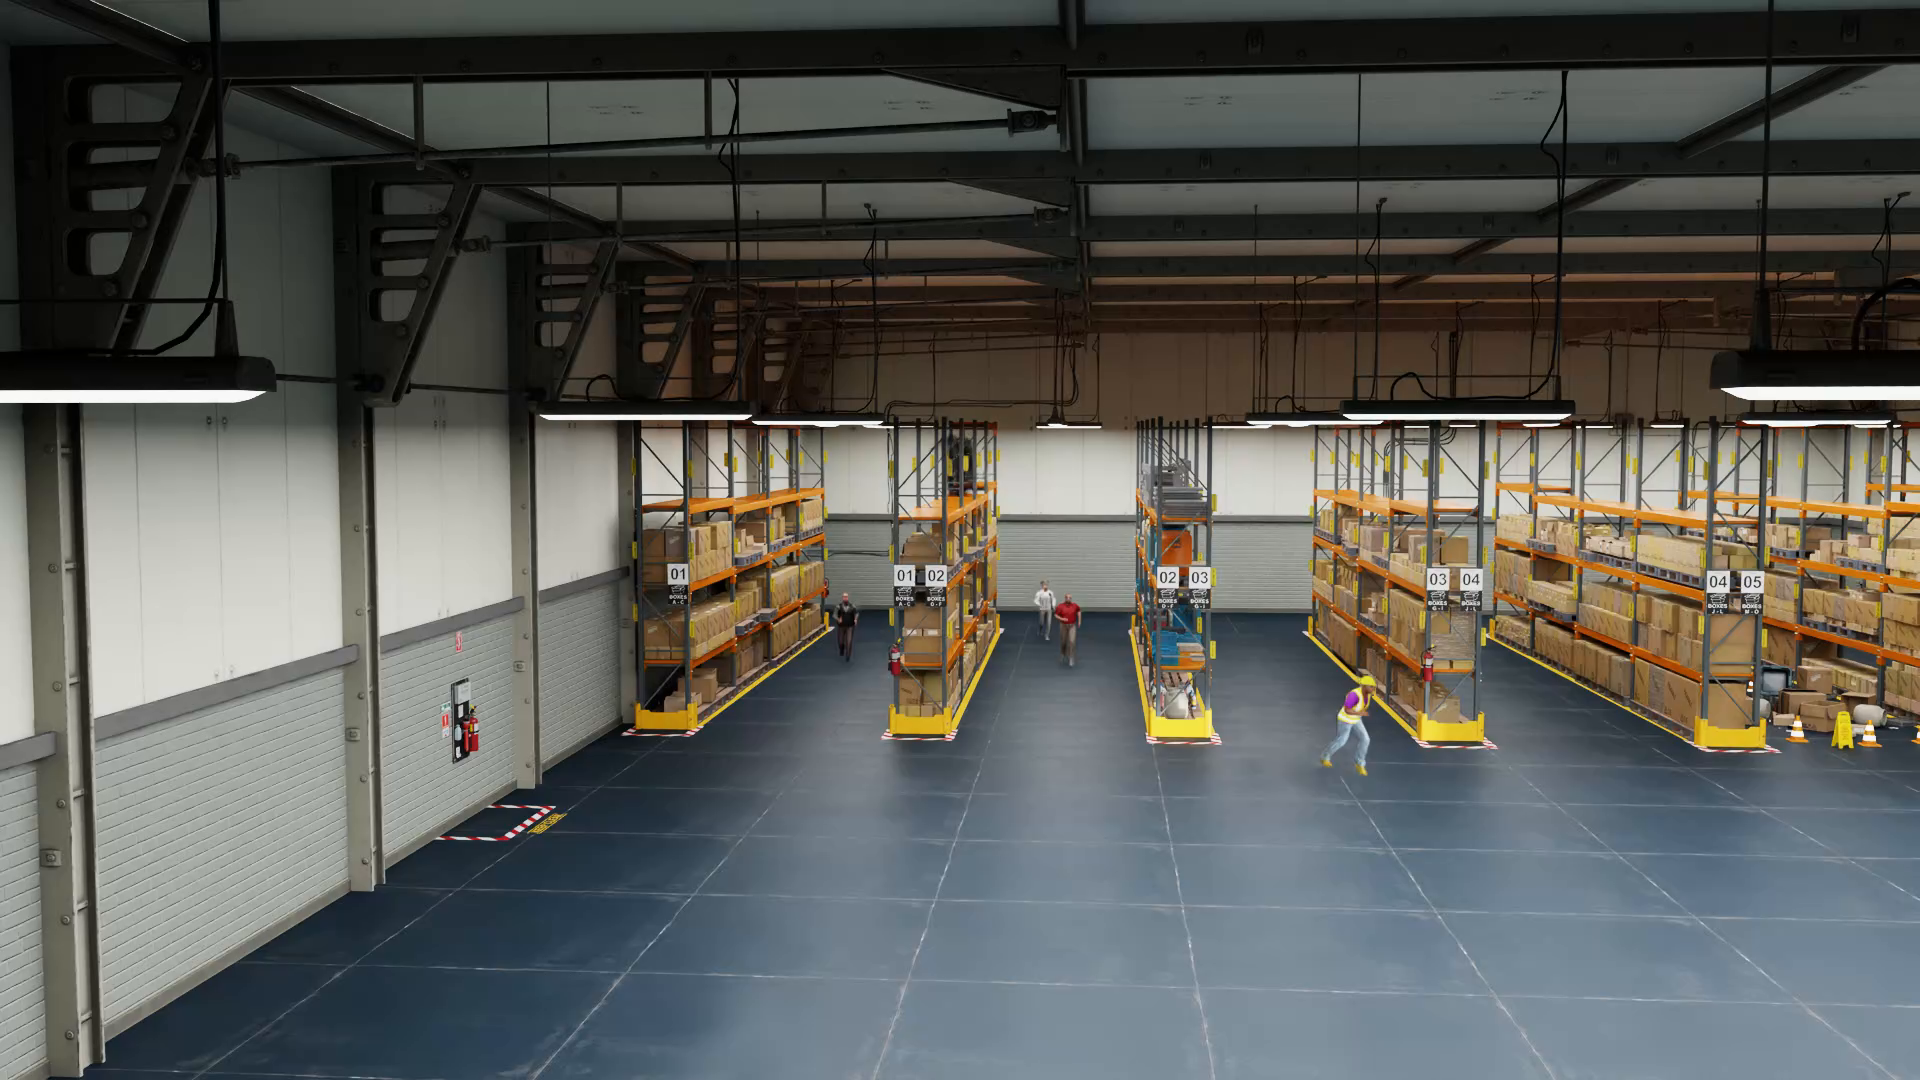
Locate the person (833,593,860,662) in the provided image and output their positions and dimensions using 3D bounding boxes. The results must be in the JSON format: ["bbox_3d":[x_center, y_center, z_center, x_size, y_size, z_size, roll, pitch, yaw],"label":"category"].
[{"bbox_3d":[-2.838,2.173,41.511,0.669,1.684,0.760,0,4,-4],"label":"person"}]

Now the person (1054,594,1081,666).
[{"bbox_3d":[2.655,2.198,40.942,0.681,1.779,0.855,0,4,-3],"label":"person"}]

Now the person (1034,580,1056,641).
[{"bbox_3d":[2.342,1.918,45.573,0.625,1.654,0.723,0,4,-7],"label":"person"}]

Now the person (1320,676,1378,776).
[{"bbox_3d":[6.523,3.096,27.881,1.028,1.716,0.746,4,5,43],"label":"person"}]
